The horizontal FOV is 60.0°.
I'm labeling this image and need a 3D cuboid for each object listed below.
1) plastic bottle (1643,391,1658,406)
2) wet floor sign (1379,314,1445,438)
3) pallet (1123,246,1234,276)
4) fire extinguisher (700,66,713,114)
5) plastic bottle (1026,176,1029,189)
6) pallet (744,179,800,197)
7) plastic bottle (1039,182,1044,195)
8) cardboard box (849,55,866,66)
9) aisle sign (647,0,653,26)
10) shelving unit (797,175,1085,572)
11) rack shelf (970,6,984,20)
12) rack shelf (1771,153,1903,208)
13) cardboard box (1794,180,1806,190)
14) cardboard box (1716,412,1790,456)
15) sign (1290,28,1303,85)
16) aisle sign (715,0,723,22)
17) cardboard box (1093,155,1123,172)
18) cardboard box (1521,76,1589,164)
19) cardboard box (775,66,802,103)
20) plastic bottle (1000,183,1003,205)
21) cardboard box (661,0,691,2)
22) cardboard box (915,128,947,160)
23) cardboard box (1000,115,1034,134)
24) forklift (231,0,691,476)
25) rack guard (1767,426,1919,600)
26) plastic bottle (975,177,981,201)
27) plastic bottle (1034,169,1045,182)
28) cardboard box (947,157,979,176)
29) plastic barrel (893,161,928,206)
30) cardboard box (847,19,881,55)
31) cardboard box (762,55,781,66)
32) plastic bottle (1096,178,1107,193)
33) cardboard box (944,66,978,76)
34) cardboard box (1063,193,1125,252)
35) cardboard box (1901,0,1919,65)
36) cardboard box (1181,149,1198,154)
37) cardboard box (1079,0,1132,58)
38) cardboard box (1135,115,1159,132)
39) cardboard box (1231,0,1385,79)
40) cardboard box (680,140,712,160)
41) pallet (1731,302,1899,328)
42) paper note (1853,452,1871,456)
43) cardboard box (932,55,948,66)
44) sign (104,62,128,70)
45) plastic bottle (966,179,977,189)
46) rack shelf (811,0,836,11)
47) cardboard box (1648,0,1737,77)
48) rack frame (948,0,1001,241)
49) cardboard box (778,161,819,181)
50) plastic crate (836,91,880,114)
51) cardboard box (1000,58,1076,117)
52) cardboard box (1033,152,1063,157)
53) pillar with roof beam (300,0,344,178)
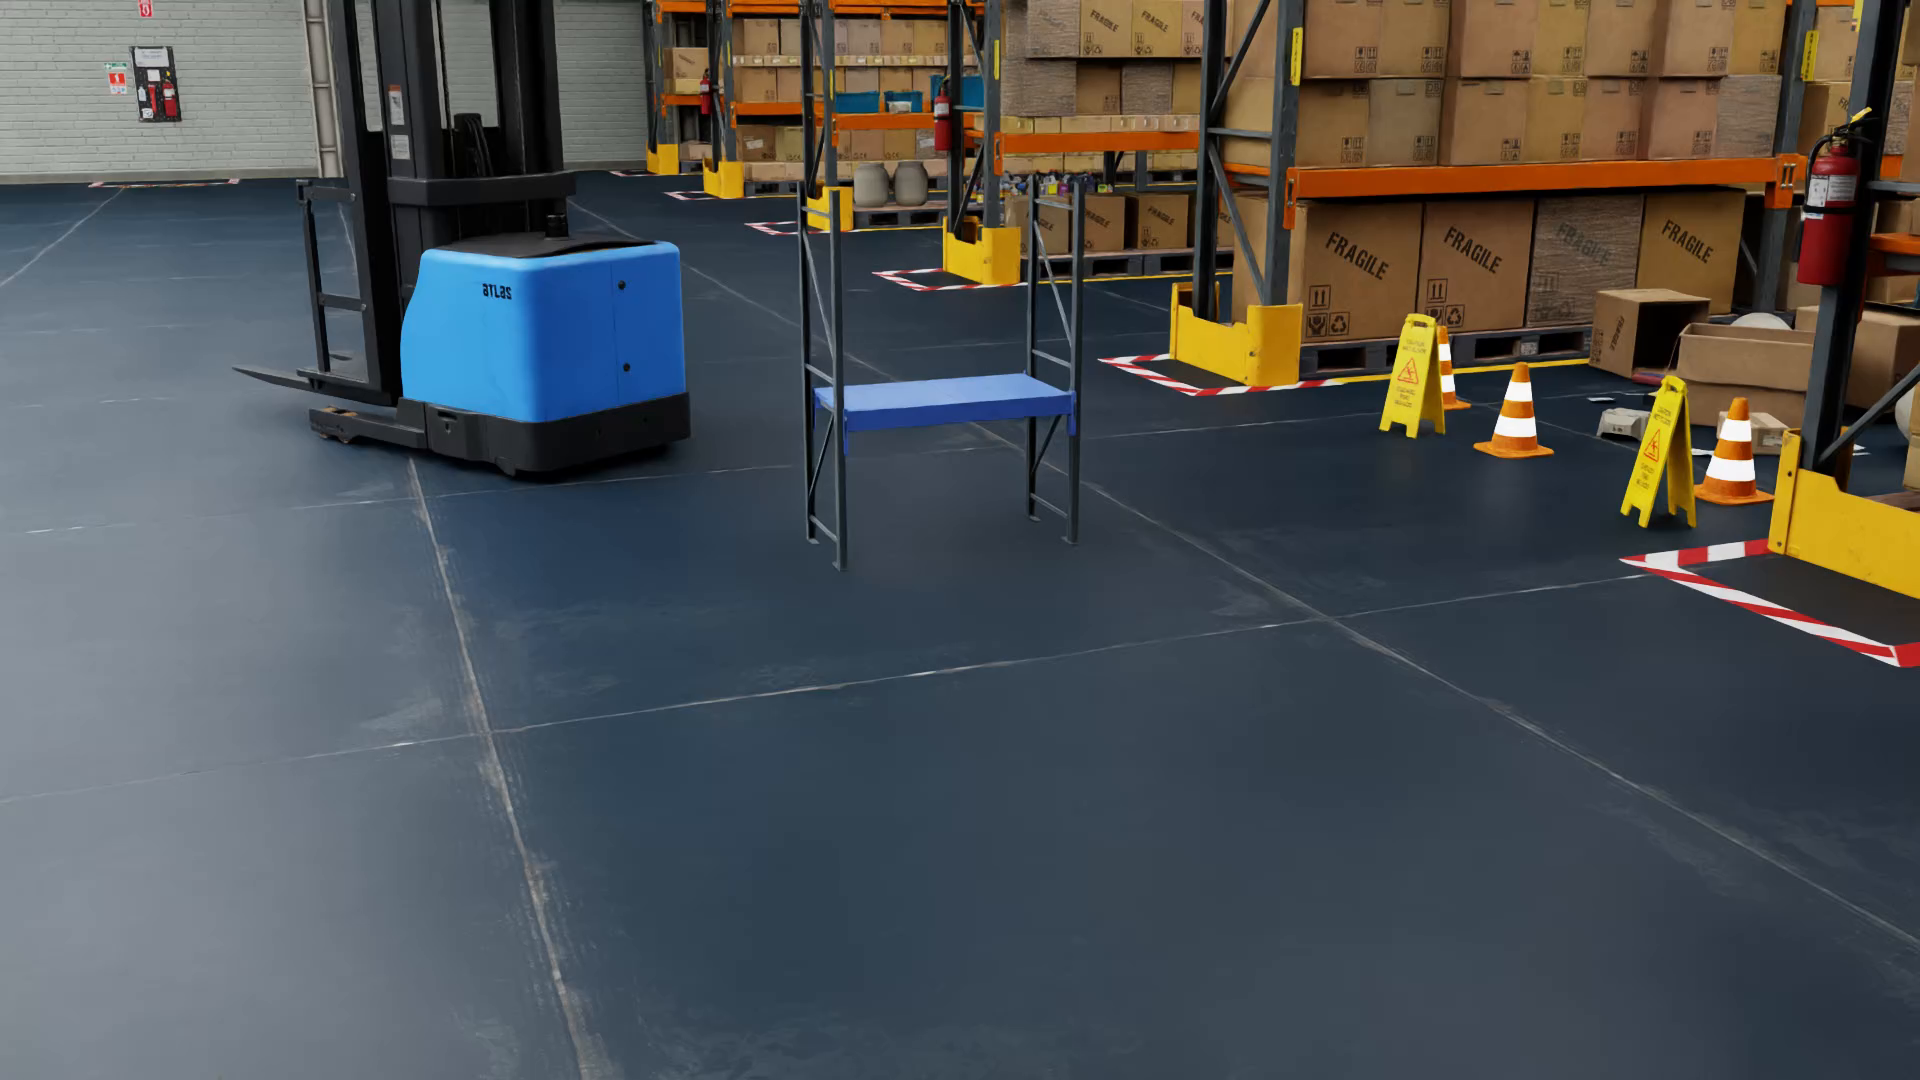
[{"bbox_3d":[4.179,-0.843,9.861,0.283,0.061,0.133,-14,21,-39],"label":"plastic bottle"},{"bbox_3d":[2.482,-0.904,9.033,0.232,0.644,0.267,-10,19,-30],"label":"wet floor sign"},{"bbox_3d":[2.100,-2.737,16.045,1.213,0.211,1.003,-6,17,-20],"label":"pallet"},{"bbox_3d":[-3.698,-6.553,24.227,0.183,0.674,0.296,-6,17,-20],"label":"fire extinguisher"},{"bbox_3d":[0.881,-4.466,21.043,0.097,0.271,0.097,0,16,0],"label":"plastic bottle"},{"bbox_3d":[-2.722,-5.230,24.533,1.213,0.211,1.003,-6,17,-20],"label":"pallet"},{"bbox_3d":[0.951,-4.276,20.388,0.135,0.276,0.152,-6,17,-19],"label":"plastic bottle"},{"bbox_3d":[-1.542,-6.977,24.204,0.250,0.149,0.380,-6,17,-20],"label":"cardboard box"},{"bbox_3d":[-5.157,-8.944,27.618,0.004,0.787,0.394,-6,17,-20],"label":"aisle sign"},{"bbox_3d":[-0.080,-0.711,6.858,1.048,1.500,0.538,-6,17,-20],"label":"shelving unit"},{"bbox_3d":[2.182,-8.179,25.579,4.000,0.370,1.077,-6,17,-20],"label":"rack shelf"},{"bbox_3d":[7.403,-2.818,12.646,4.000,0.370,1.077,-6,17,-20],"label":"rack shelf"},{"bbox_3d":[9.077,-4.014,18.468,0.875,0.875,1.225,-6,17,-20],"label":"cardboard box"},{"bbox_3d":[4.167,-0.561,8.746,0.250,0.149,0.380,3,17,9],"label":"cardboard box"},{"bbox_3d":[1.994,-2.865,9.852,0.005,0.325,0.100,-6,17,-20],"label":"sign"},{"bbox_3d":[-3.373,-7.640,23.177,0.004,0.787,0.394,-6,17,-20],"label":"aisle sign"},{"bbox_3d":[2.215,-5.896,25.987,0.500,0.250,0.500,-6,17,-19],"label":"cardboard box"},{"bbox_3d":[3.685,-2.828,11.139,0.500,0.550,0.875,-6,17,-20],"label":"cardboard box"},{"bbox_3d":[-2.492,-6.626,24.160,0.500,0.500,0.700,-6,17,-19],"label":"cardboard box"},{"bbox_3d":[0.472,-4.214,20.184,0.097,0.271,0.097,0,16,0],"label":"plastic bottle"},{"bbox_3d":[-4.795,-9.248,27.729,0.500,0.500,0.500,-6,17,-19],"label":"cardboard box"},{"bbox_3d":[-0.512,-5.974,24.920,0.500,0.500,0.500,-6,17,-20],"label":"cardboard box"},{"bbox_3d":[0.472,-3.719,14.883,0.250,0.149,0.380,-6,17,-20],"label":"cardboard box"},{"bbox_3d":[-2.884,-2.028,8.801,3.031,2.935,1.130,12,20,36],"label":"forklift"},{"bbox_3d":[3.737,-0.074,6.463,0.348,0.500,1.175,-6,17,-20],"label":"rack guard"},{"bbox_3d":[0.190,-4.375,20.712,0.133,0.283,0.061,-6,17,-20],"label":"plastic bottle"},{"bbox_3d":[1.005,-4.528,21.116,0.185,0.351,0.144,-7,18,-22],"label":"plastic bottle"},{"bbox_3d":[-0.041,-5.661,25.187,0.500,0.250,0.500,-6,17,-20],"label":"cardboard box"},{"bbox_3d":[-0.597,-4.321,20.159,0.421,0.512,0.421,0,16,0],"label":"plastic barrel"},{"bbox_3d":[-1.504,-7.355,24.342,0.500,0.500,0.700,-6,17,-20],"label":"cardboard box"},{"bbox_3d":[-2.732,-6.849,23.770,0.250,0.149,0.380,-7,18,-22],"label":"cardboard box"},{"bbox_3d":[1.752,-4.352,20.634,0.133,0.283,0.061,-5,17,-17],"label":"plastic bottle"},{"bbox_3d":[-0.098,-6.885,25.042,0.500,0.500,0.700,-7,18,-22],"label":"cardboard box"},{"bbox_3d":[1.255,-3.003,15.692,0.500,0.500,0.500,-2,16,-6],"label":"cardboard box"},{"bbox_3d":[4.065,-2.045,6.259,0.500,0.500,0.700,-7,18,-21],"label":"cardboard box"},{"bbox_3d":[3.648,-6.320,26.436,0.500,0.311,0.500,-6,17,-19],"label":"cardboard box"},{"bbox_3d":[1.201,-4.576,14.877,0.500,0.500,0.500,-6,17,-20],"label":"cardboard box"},{"bbox_3d":[1.636,-3.846,15.318,0.250,0.149,0.380,-6,17,-20],"label":"cardboard box"},{"bbox_3d":[2.161,-3.175,10.404,0.550,0.550,0.875,-6,17,-20],"label":"cardboard box"},{"bbox_3d":[-4.519,-6.750,28.751,0.500,0.311,0.500,-8,18,-26],"label":"cardboard box"},{"bbox_3d":[6.229,-1.721,12.584,1.213,0.211,1.003,-6,17,-20],"label":"pallet"},{"bbox_3d":[4.652,-0.445,8.595,0.123,0.001,0.032,-6,17,-20],"label":"paper note"},{"bbox_3d":[-0.338,-7.107,24.648,0.250,0.149,0.380,-7,18,-22],"label":"cardboard box"},{"bbox_3d":[-13.323,-7.478,26.235,0.331,0.109,0.001,-6,17,-20],"label":"sign"},{"bbox_3d":[0.151,-4.399,20.808,0.135,0.276,0.152,-6,17,-20],"label":"plastic bottle"},{"bbox_3d":[0.215,-6.472,19.767,4.000,0.370,1.077,-6,17,-20],"label":"rack shelf"},{"bbox_3d":[4.707,-3.437,11.296,0.550,0.550,0.875,-6,17,-20],"label":"cardboard box"},{"bbox_3d":[0.120,-3.873,14.963,0.127,3.000,1.000,-6,17,-20],"label":"rack frame"},{"bbox_3d":[-2.375,-5.409,24.328,0.500,0.250,0.500,-6,17,-20],"label":"cardboard box"},{"bbox_3d":[-1.292,-5.234,19.862,0.616,0.251,0.499,-6,17,-20],"label":"plastic crate"},{"bbox_3d":[0.644,-4.112,15.072,0.500,0.500,0.875,-6,17,-20],"label":"cardboard box"},{"bbox_3d":[1.258,-6.060,25.549,0.500,0.311,0.500,-6,18,-21],"label":"cardboard box"},{"bbox_3d":[-8.915,-9.222,22.530,0.400,9.000,9.100,-6,17,-20],"label":"pillar with roof beam"}]
